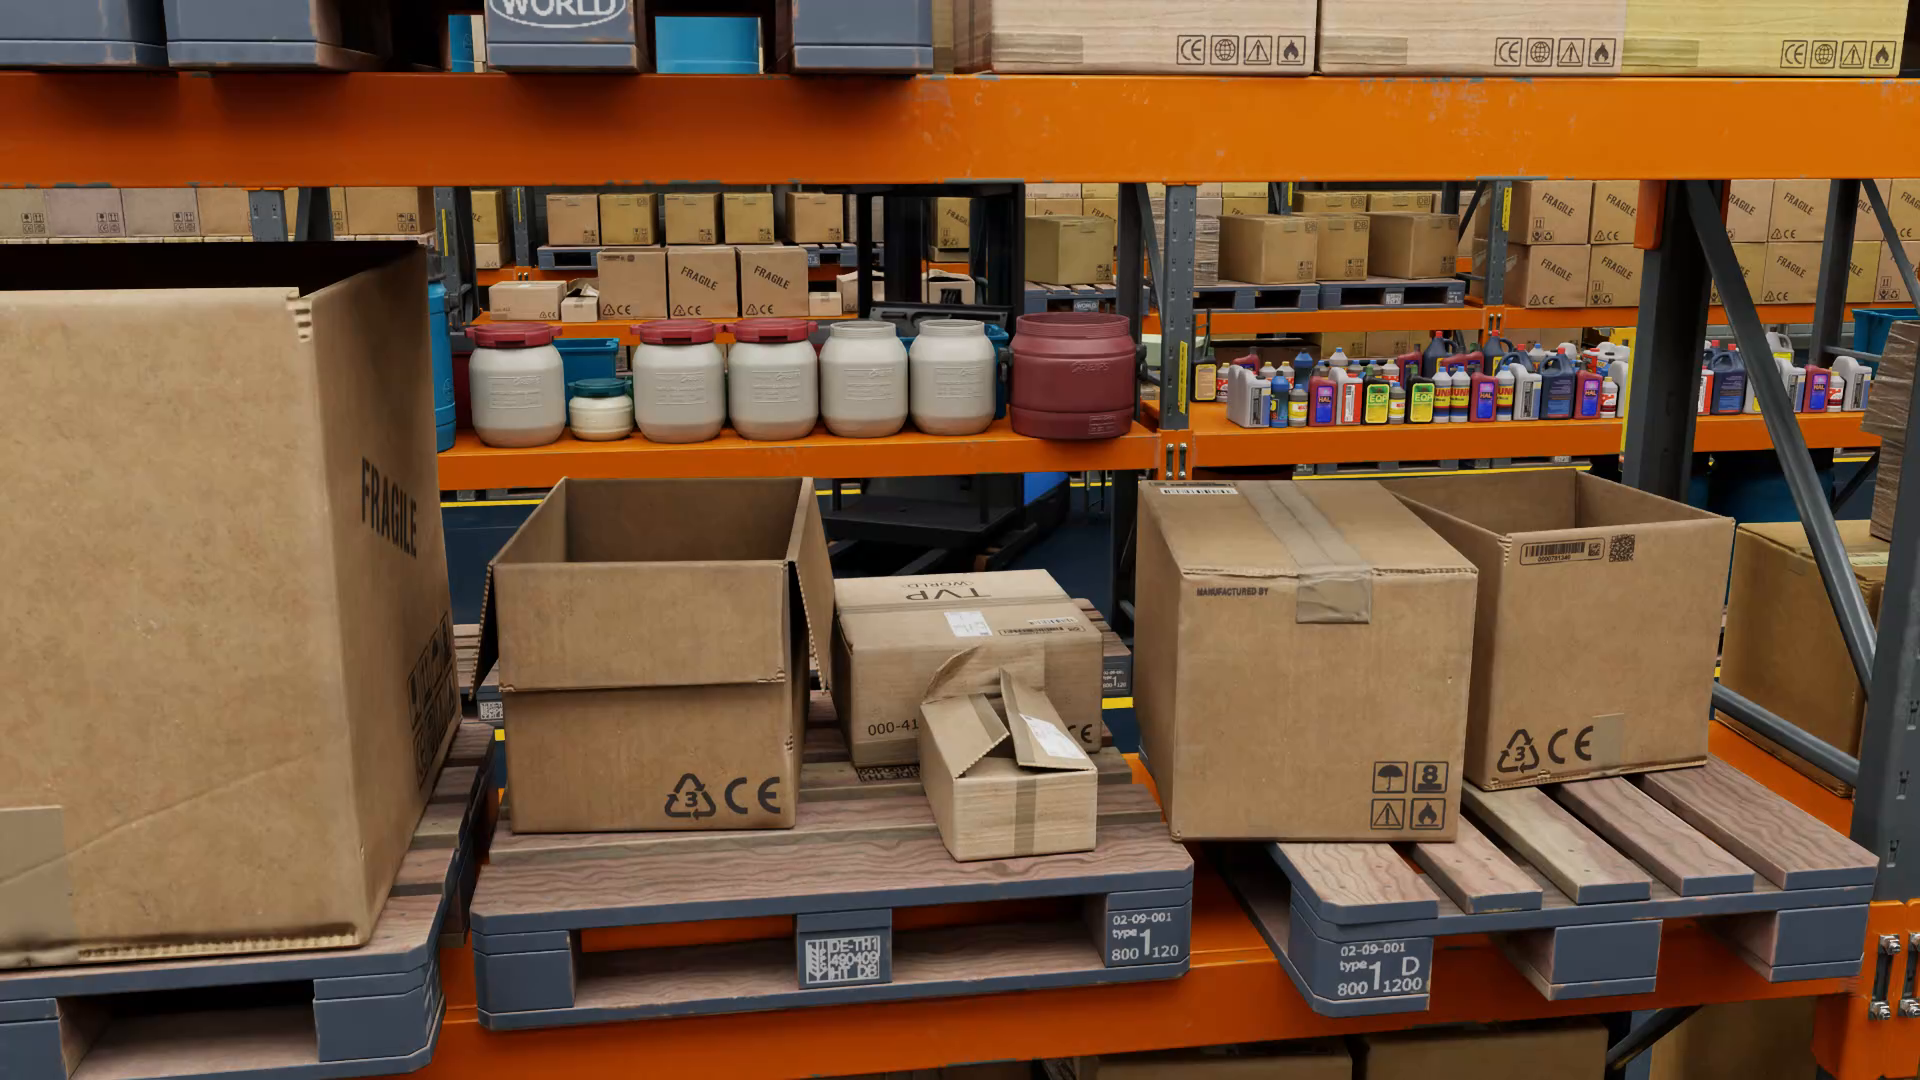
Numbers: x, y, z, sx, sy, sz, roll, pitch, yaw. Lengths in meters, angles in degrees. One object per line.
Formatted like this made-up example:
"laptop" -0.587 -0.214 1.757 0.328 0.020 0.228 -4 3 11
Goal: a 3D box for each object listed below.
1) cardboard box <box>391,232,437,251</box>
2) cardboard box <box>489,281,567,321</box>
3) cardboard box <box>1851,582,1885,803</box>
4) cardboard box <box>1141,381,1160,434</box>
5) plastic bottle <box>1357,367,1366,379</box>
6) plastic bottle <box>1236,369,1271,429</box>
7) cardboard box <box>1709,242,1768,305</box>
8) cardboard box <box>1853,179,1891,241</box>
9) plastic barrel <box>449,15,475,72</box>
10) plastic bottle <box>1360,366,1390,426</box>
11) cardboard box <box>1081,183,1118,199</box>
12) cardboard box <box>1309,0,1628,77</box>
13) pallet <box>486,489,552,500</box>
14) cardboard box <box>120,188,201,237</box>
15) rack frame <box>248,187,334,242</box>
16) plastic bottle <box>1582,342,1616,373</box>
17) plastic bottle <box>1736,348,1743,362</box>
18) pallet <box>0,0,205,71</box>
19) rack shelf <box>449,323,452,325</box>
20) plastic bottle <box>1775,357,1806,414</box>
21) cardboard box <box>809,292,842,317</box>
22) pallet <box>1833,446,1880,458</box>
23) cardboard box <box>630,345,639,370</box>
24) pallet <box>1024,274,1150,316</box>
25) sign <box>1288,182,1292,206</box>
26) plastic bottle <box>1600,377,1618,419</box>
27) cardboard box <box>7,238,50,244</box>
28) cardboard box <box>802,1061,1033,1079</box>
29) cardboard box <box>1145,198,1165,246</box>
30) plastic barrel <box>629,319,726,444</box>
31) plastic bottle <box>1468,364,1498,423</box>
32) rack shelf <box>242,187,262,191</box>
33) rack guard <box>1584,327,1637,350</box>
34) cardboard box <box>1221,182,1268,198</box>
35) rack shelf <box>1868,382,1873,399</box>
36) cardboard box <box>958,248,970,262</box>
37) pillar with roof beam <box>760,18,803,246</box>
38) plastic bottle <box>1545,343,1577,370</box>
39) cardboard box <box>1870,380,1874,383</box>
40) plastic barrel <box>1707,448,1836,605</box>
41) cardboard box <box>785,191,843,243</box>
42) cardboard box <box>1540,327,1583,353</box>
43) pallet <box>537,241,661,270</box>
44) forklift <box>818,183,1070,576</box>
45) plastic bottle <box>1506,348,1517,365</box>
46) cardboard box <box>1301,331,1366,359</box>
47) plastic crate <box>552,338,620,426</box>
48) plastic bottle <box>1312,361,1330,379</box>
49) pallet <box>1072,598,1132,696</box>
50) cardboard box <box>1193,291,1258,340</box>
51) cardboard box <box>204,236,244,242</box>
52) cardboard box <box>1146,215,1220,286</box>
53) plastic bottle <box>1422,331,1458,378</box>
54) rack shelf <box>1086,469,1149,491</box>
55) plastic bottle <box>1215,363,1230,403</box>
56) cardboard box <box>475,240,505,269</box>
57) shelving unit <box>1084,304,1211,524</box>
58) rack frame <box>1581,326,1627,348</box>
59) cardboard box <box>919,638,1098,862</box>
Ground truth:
"cardboard box" -3.979 -2.159 12.125 0.250 0.149 0.380 -2 14 -8
"cardboard box" -3.262 -1.813 12.593 0.500 0.250 0.500 -1 14 -5
"cardboard box" 2.206 0.380 3.334 0.500 0.500 0.500 -2 14 -7
"cardboard box" 1.719 -0.988 13.230 0.500 0.500 0.500 -2 14 -9
"plastic bottle" 1.991 -0.715 8.172 0.097 0.271 0.097 0 14 0
"plastic bottle" 1.423 -0.688 8.055 0.135 0.276 0.152 -2 14 -8
"cardboard box" 6.217 -2.204 13.640 0.500 0.500 0.500 -2 14 -9
"cardboard box" 7.225 -2.725 13.660 0.500 0.500 0.500 -2 14 -7
"plastic barrel" -2.538 -2.434 7.566 0.708 0.901 0.600 -2 14 -8
"plastic bottle" 2.020 -0.703 8.097 0.133 0.283 0.061 -2 14 -8
"cardboard box" 1.488 -3.773 17.701 0.500 0.250 0.500 -2 14 -9
"cardboard box" 0.763 -0.904 2.802 0.500 0.250 0.500 -2 14 -9
"pallet" -3.020 -0.541 12.944 1.213 0.211 1.003 -2 14 -8
"cardboard box" -5.669 -2.463 12.003 0.500 0.500 0.700 -2 14 -8
"rack frame" -3.008 -0.666 7.710 0.127 3.000 1.000 -2 14 -8
"plastic bottle" 3.473 -0.937 9.046 0.135 0.276 0.152 -2 14 -8
"plastic bottle" 4.021 -0.854 8.563 0.185 0.351 0.144 -2 14 -8
"pallet" -1.644 -0.835 2.604 1.003 0.211 1.213 -2 14 -8
"rack shelf" -5.720 -1.436 12.260 4.000 0.370 1.077 -2 14 -8
"plastic bottle" 4.200 -0.790 8.461 0.135 0.276 0.152 -2 14 -8
"cardboard box" -1.040 -1.821 12.832 0.250 0.149 0.380 -1 14 -4
"pallet" 7.260 -0.908 14.407 1.213 0.211 1.003 -2 14 -8
"cardboard box" -3.255 -2.111 17.708 0.500 0.500 0.700 -2 14 -9
"pallet" 0.873 -1.951 13.228 1.003 0.211 1.213 -2 14 -8
"sign" 3.517 -3.732 17.718 0.005 0.325 0.100 -2 14 -8
"plastic bottle" 3.228 -0.712 8.301 0.097 0.201 0.097 0 14 0
"cardboard box" -6.520 -2.065 11.752 0.250 0.149 0.380 -2 14 -9
"cardboard box" -0.081 1.454 3.491 0.500 0.500 0.700 -1 14 -4
"cardboard box" 2.007 -3.427 17.861 0.500 0.500 0.500 -2 14 -8
"plastic barrel" -1.304 -0.740 7.727 0.433 0.535 0.433 0 14 0
"plastic bottle" 2.573 -0.723 8.178 0.133 0.283 0.061 -2 14 -8
"rack shelf" -4.986 -1.699 7.143 4.000 0.370 1.077 -2 14 -8
"rack guard" 7.406 -2.272 19.254 0.348 0.500 1.175 -2 14 -8
"cardboard box" 3.003 -3.826 17.913 0.500 0.250 0.500 -2 14 -7
"rack shelf" 6.880 -0.679 9.242 4.000 0.370 1.077 -2 14 -8
"cardboard box" 0.082 -3.045 17.672 0.250 0.149 0.380 -2 14 -8
"pillar with roof beam" -1.302 -5.229 13.573 0.400 9.000 9.100 -2 14 -8
"plastic bottle" 3.243 -0.928 9.012 0.135 0.276 0.152 -2 14 -8
"cardboard box" 7.623 -1.214 14.131 0.500 0.500 0.500 -2 14 -8
"plastic barrel" 4.362 -0.126 9.008 0.708 0.901 0.600 -2 14 -8
"cardboard box" -1.540 -3.409 17.540 0.500 0.500 0.700 -3 14 -14
"cardboard box" 6.705 -2.425 19.002 0.500 0.500 0.700 -2 14 -8
"pallet" -3.707 -2.948 17.206 1.213 0.211 1.003 -2 14 -8
"forklift" -0.221 -1.280 10.300 1.130 2.935 3.031 5 15 20
"plastic bottle" 2.953 -0.887 8.856 0.097 0.271 0.097 0 14 0
"cardboard box" 4.181 -2.332 18.631 0.500 0.500 0.700 -2 14 -8
"plastic crate" -1.964 -0.773 8.170 0.575 0.384 0.392 -2 14 -8
"plastic bottle" 1.918 -0.850 8.854 0.097 0.201 0.097 0 14 0
"pallet" 0.175 0.561 8.552 1.213 0.211 1.003 -2 14 -8
"cardboard box" 2.803 -2.445 18.360 0.750 0.750 0.750 -2 14 -8
"cardboard box" -5.235 -2.113 11.943 0.250 0.149 0.380 -2 14 -7
"cardboard box" 1.752 -2.292 13.124 0.500 0.500 0.700 1 14 2
"plastic bottle" 2.577 -0.941 8.910 0.185 0.351 0.144 -2 14 -8
"rack shelf" 1.294 -0.534 11.609 0.720 0.370 0.431 6 15 23
"plastic bottle" 1.401 -0.831 8.779 0.097 0.201 0.097 0 14 0
"cardboard box" -4.907 -2.896 16.869 0.500 0.250 0.500 -2 14 -8
"shelving unit" 1.294 -0.850 11.529 0.755 1.500 0.431 6 15 23
"rack frame" 7.382 -3.484 18.946 0.127 3.000 1.000 -2 14 -8
"cardboard box" 0.076 0.368 3.003 0.258 0.266 0.396 -3 14 -10
